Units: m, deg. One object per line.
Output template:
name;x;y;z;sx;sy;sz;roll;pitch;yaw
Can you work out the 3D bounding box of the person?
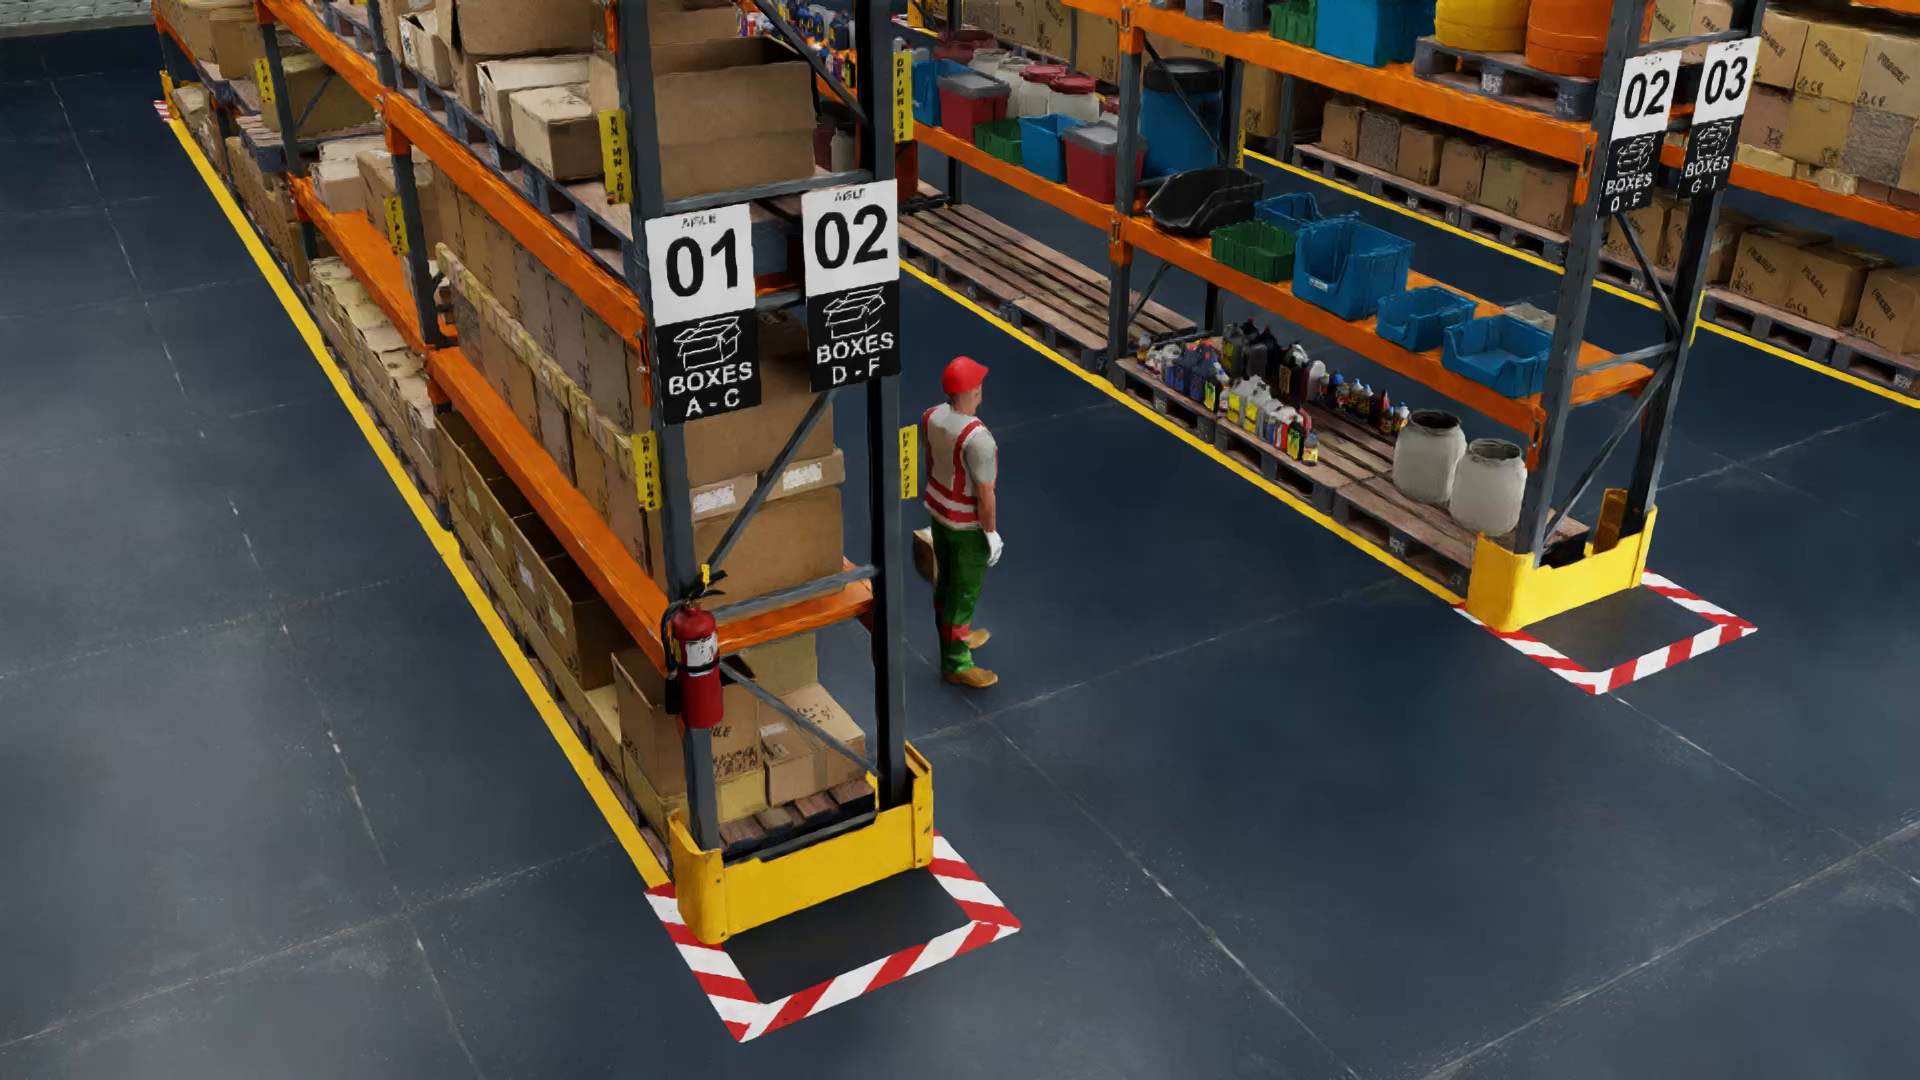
person;0.015;-0.141;8.750;0.449;1.791;0.668;-17;33;-28
